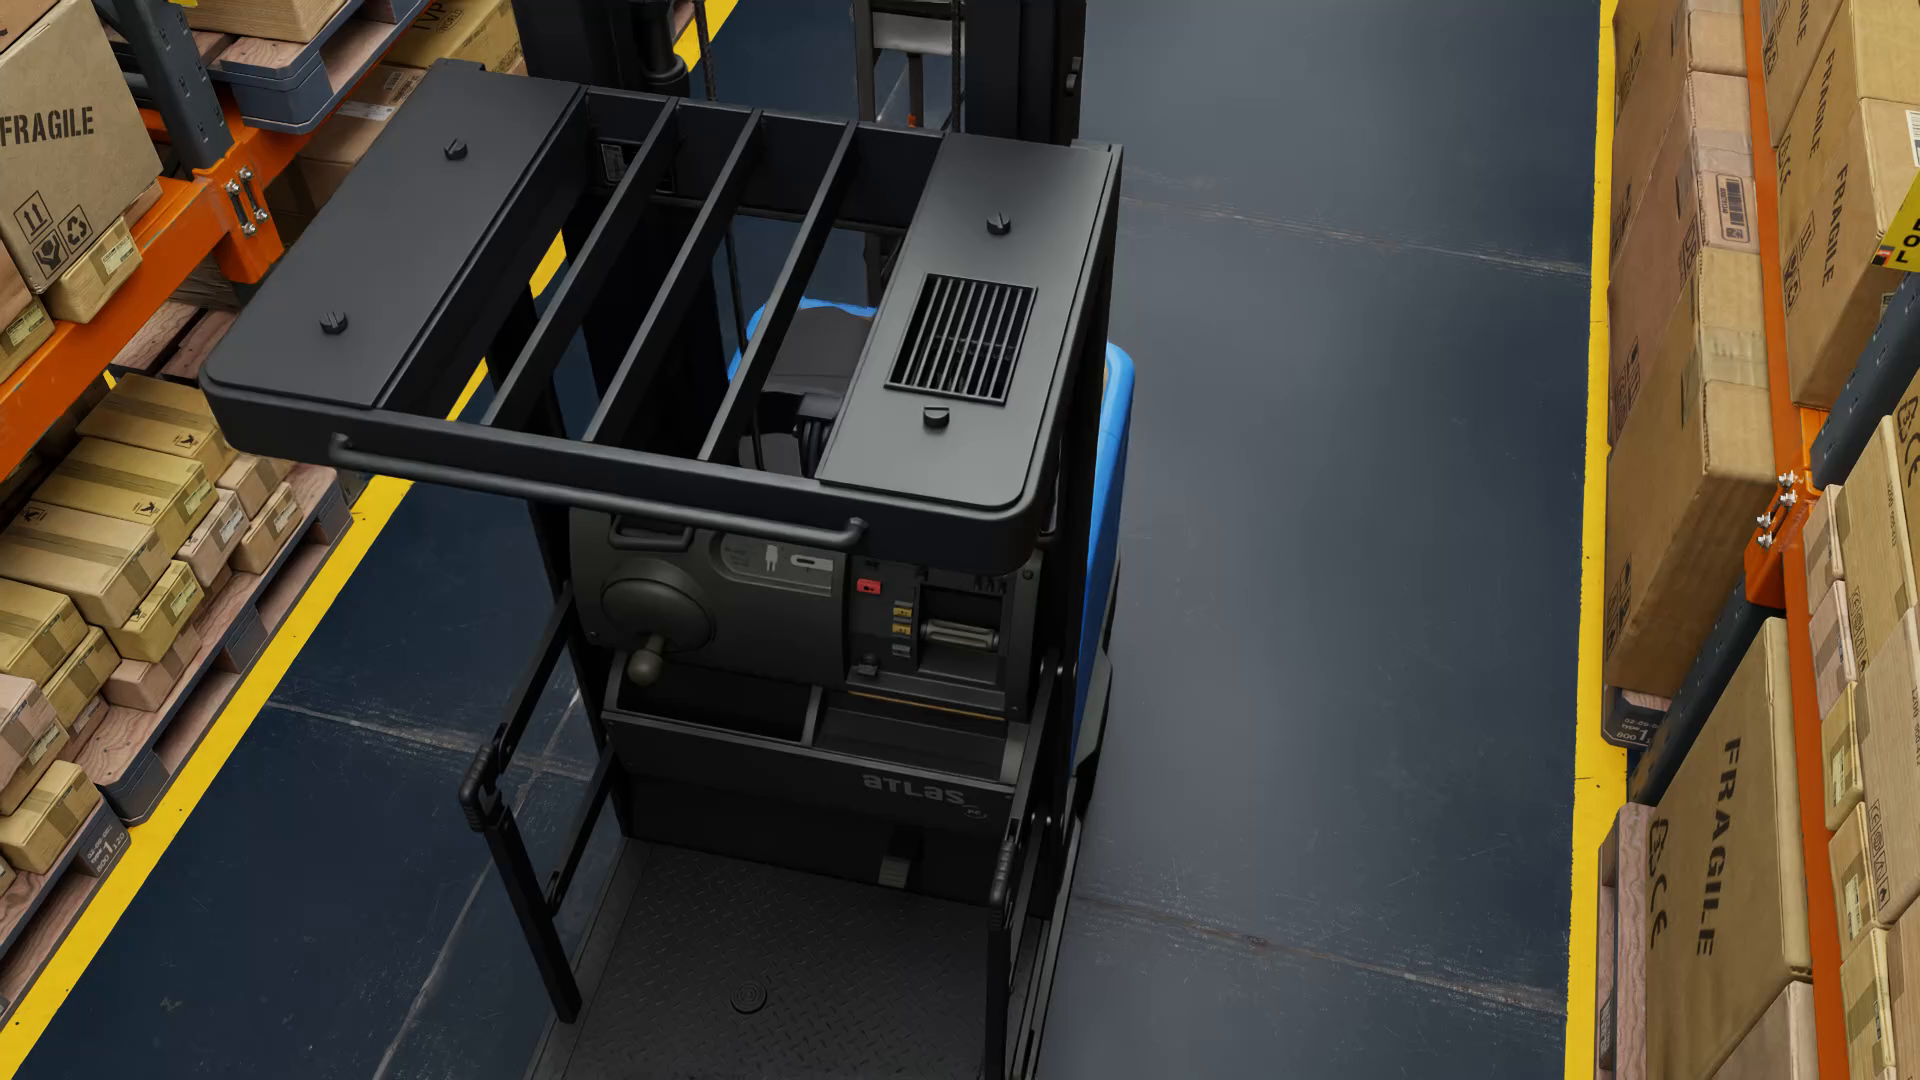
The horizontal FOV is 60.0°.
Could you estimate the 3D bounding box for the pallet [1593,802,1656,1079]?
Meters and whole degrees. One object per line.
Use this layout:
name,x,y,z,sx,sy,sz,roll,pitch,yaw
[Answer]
pallet,2.061,1.282,3.978,1.003,0.211,1.213,12,50,10

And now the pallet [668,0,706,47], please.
pallet,-1.577,-2.633,7.433,1.003,0.211,1.213,12,50,10

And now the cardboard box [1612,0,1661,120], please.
cardboard box,3.187,-2.009,6.160,1.225,0.875,0.875,9,49,8

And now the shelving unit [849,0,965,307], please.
shelving unit,0.009,-0.795,4.551,0.431,2.100,0.503,9,49,8

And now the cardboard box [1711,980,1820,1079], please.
cardboard box,1.848,1.502,3.061,0.875,0.875,0.875,12,50,10

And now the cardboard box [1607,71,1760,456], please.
cardboard box,2.720,-0.724,5.026,1.225,0.875,0.875,10,49,9

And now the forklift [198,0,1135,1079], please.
forklift,-0.353,0.258,3.110,1.129,2.867,3.031,9,49,8

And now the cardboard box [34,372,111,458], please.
cardboard box,-2.713,-0.411,4.837,0.380,0.149,0.250,13,50,12

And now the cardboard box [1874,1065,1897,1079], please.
cardboard box,1.597,0.994,2.540,0.380,0.149,0.250,12,50,10

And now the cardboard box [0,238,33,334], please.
cardboard box,-2.415,-0.577,3.494,0.500,0.500,0.500,10,49,9

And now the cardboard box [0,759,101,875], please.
cardboard box,-2.469,0.677,4.273,0.380,0.149,0.250,11,50,10

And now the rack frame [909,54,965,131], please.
rack frame,0.061,-0.974,4.709,0.400,2.100,0.015,9,49,8

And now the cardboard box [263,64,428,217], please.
cardboard box,-1.973,-1.269,5.256,0.500,0.250,0.500,10,49,8

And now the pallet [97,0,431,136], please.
pallet,-2.081,-1.688,4.867,1.003,0.211,1.213,12,50,10

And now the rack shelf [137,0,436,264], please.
rack shelf,-1.896,-2.435,5.879,1.077,0.370,4.000,12,50,10

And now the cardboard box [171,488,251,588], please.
cardboard box,-2.258,-0.032,4.701,0.380,0.149,0.250,9,49,8

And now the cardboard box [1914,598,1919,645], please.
cardboard box,1.826,0.179,2.493,0.500,0.500,0.500,12,50,10

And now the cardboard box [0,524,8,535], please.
cardboard box,-2.836,0.062,4.617,0.380,0.149,0.250,11,50,10

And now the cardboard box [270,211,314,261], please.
cardboard box,-1.972,-1.021,5.537,0.500,0.500,0.500,13,50,11

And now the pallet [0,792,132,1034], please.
pallet,-2.884,1.074,4.161,1.003,0.211,1.213,12,50,10

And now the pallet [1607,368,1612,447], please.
pallet,2.786,-0.711,5.736,1.003,0.211,1.213,12,50,10

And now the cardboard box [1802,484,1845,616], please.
cardboard box,1.937,0.056,3.367,0.380,0.149,0.250,12,50,10

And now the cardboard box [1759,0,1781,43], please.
cardboard box,2.600,-1.698,4.681,0.500,0.500,0.500,12,50,10

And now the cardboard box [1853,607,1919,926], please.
cardboard box,1.824,0.423,2.778,0.500,0.250,0.500,11,50,10

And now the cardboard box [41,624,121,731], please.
cardboard box,-2.472,0.327,4.384,0.380,0.149,0.250,12,50,10

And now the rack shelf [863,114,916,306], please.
rack shelf,0.009,-0.786,4.562,0.431,0.518,0.480,9,49,8

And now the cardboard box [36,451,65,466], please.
cardboard box,-2.826,-0.322,4.956,0.380,0.149,0.250,14,50,12

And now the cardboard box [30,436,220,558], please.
cardboard box,-2.294,-0.118,4.578,0.380,0.149,0.250,12,50,11

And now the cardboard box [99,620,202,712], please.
cardboard box,-2.353,0.304,4.603,0.380,0.149,0.250,10,49,9

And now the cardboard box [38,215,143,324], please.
cardboard box,-2.234,-0.683,4.020,0.380,0.149,0.250,10,49,9

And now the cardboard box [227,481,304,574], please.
cardboard box,-2.197,-0.072,4.934,0.380,0.149,0.250,12,50,11

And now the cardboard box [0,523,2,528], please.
cardboard box,-2.862,-0.031,4.501,0.380,0.149,0.250,11,49,10

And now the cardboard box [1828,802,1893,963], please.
cardboard box,1.732,0.628,2.863,0.380,0.149,0.250,10,49,9

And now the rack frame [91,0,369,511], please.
rack frame,-2.422,-1.227,4.332,1.000,3.000,0.127,12,50,10

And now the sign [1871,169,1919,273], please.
sign,1.810,-0.632,3.088,0.100,0.325,0.005,12,50,10

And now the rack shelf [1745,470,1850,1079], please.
rack shelf,1.810,1.510,2.397,1.077,0.370,4.000,12,50,10

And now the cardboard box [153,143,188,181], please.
cardboard box,-2.470,-1.376,5.350,0.500,0.250,0.500,10,49,9

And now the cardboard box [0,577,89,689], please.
cardboard box,-2.496,0.236,4.266,0.380,0.149,0.250,13,50,11

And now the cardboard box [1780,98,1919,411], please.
cardboard box,2.196,-0.600,3.712,0.500,0.500,0.500,12,50,10
